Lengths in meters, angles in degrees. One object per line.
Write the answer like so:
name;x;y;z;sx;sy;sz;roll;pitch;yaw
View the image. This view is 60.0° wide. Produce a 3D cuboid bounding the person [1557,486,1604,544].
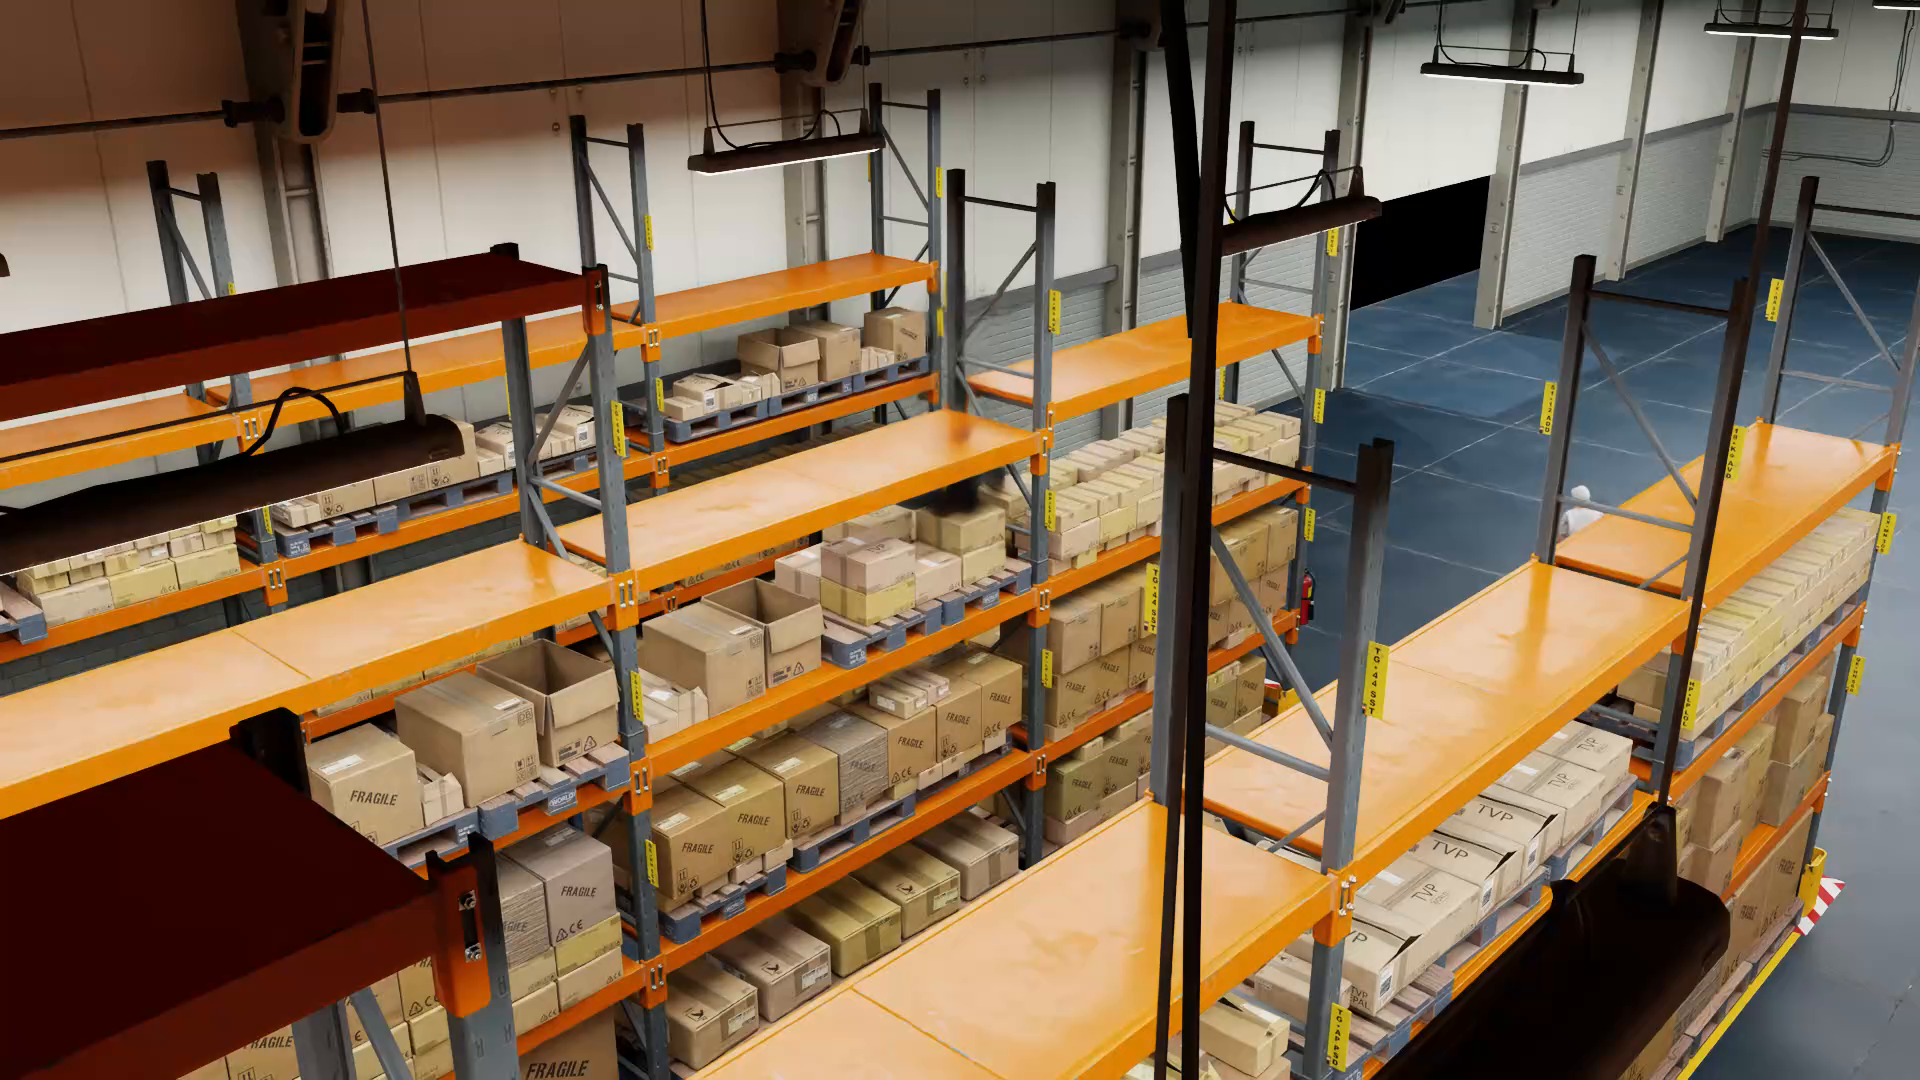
person;7.061;0.272;18.964;0.658;1.759;0.895;1;21;4
